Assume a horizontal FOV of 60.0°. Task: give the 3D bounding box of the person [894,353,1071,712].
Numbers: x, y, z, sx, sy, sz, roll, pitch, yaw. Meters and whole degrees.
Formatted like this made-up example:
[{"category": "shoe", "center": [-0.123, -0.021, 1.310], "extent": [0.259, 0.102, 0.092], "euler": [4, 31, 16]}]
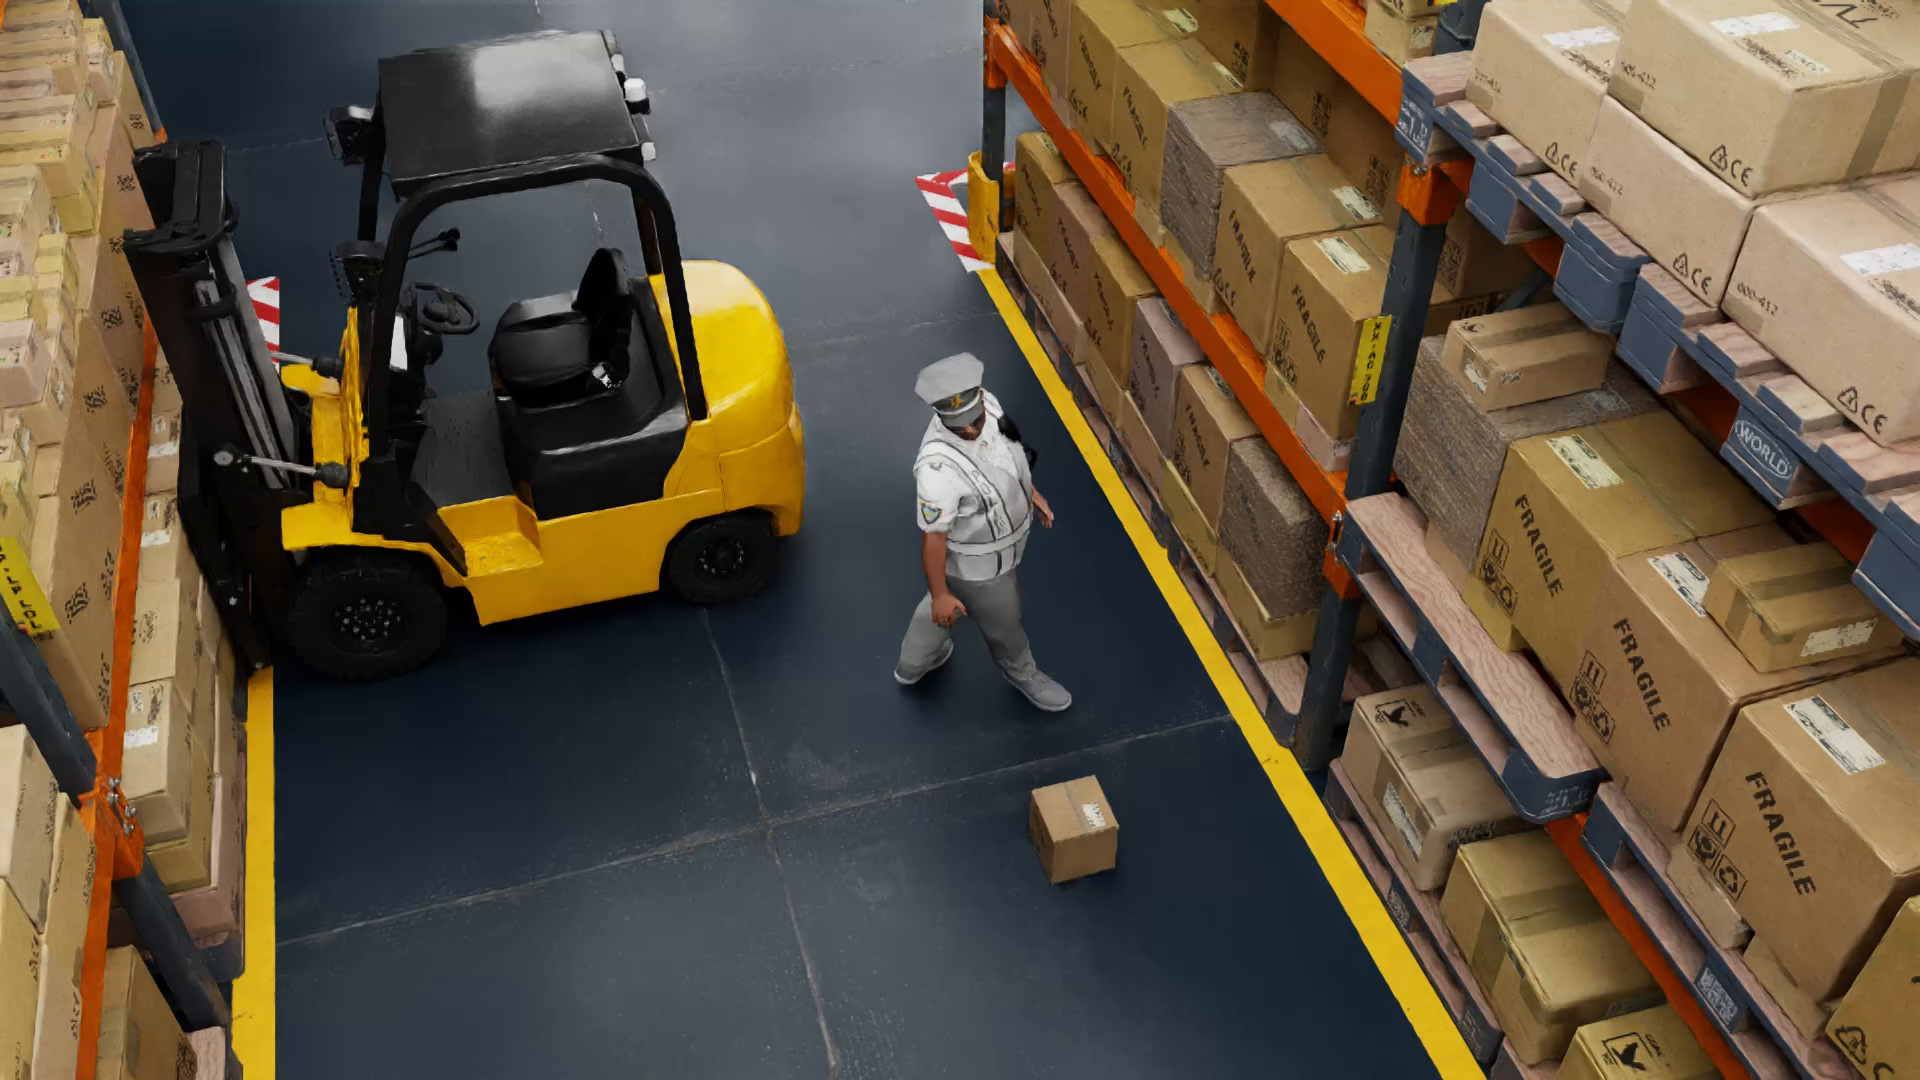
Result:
[{"category": "person", "center": [0.090, 0.007, 6.166], "extent": [0.720, 1.723, 0.580], "euler": [4, 42, 4]}]
